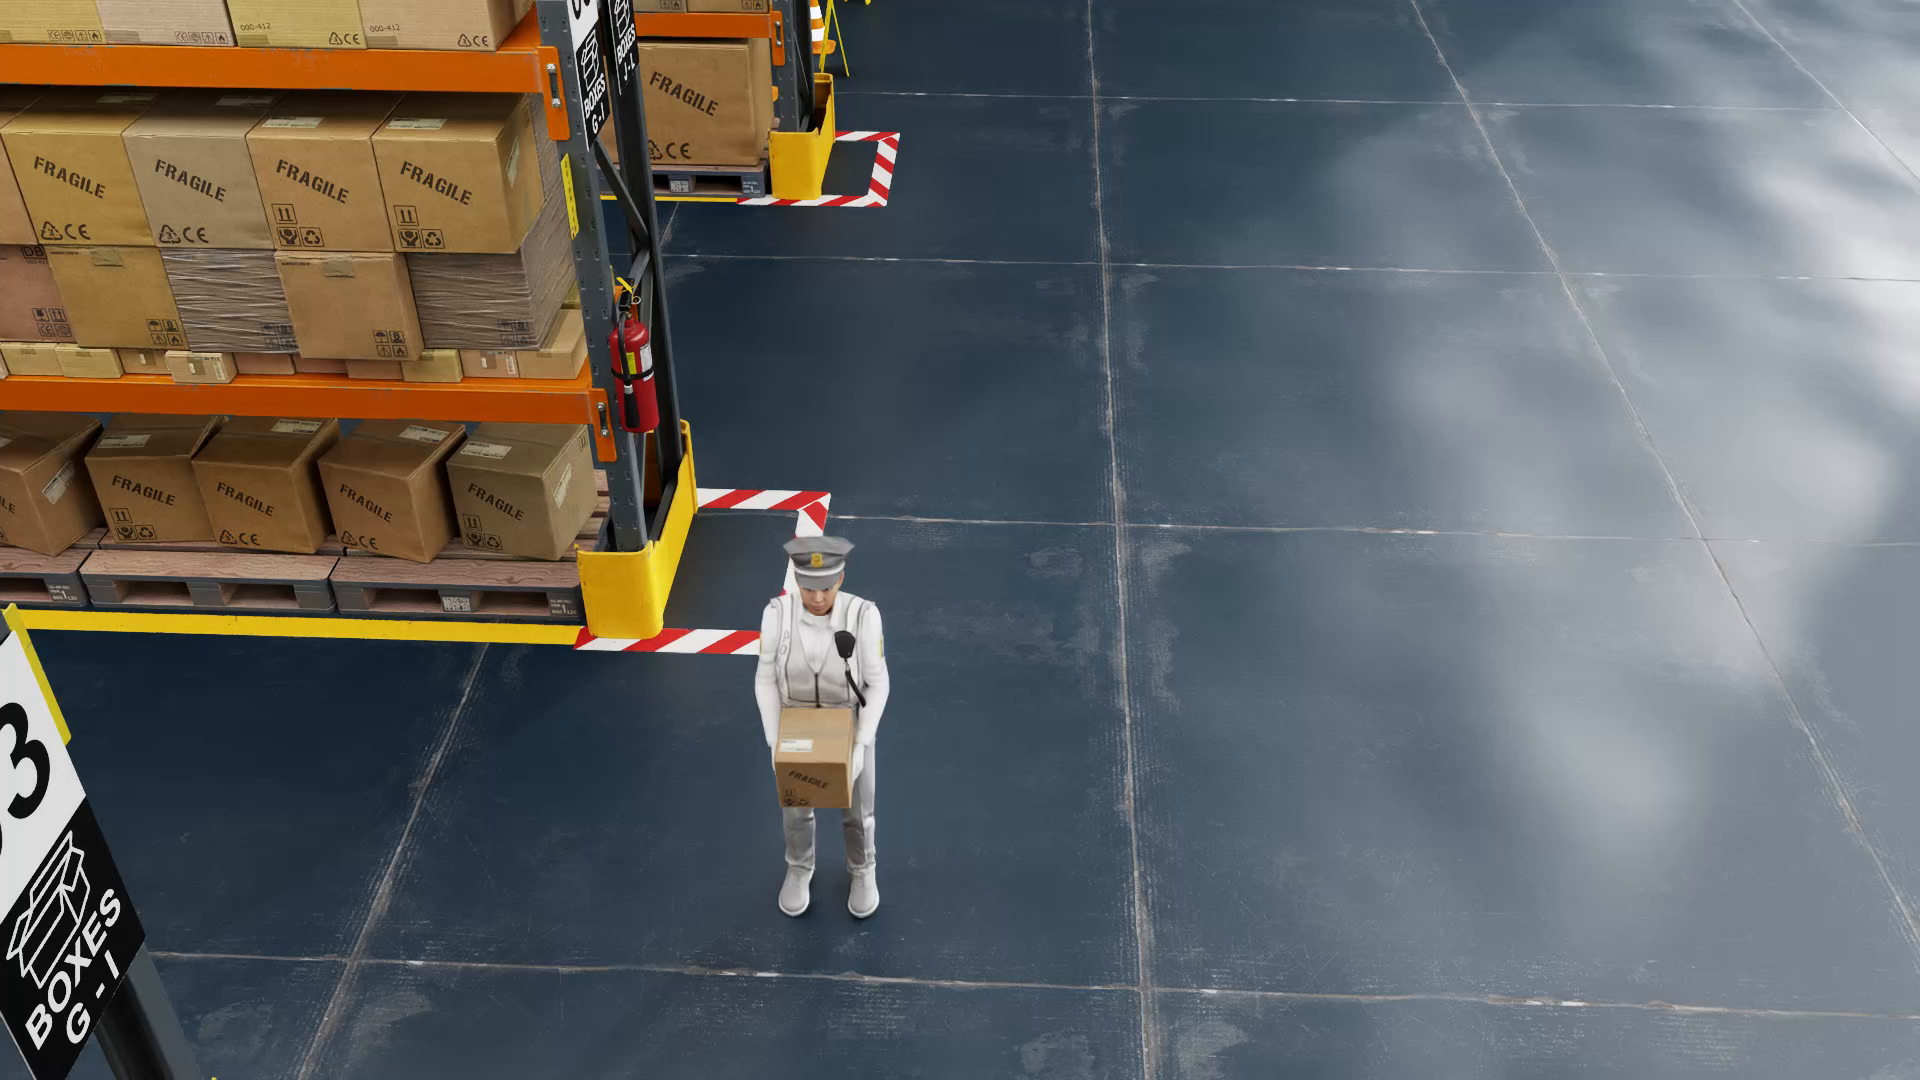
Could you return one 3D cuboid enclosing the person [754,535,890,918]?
[{"bbox_3d":[-0.498,0.733,6.075,0.489,1.692,0.489,1,36,2],"label":"person"}]
